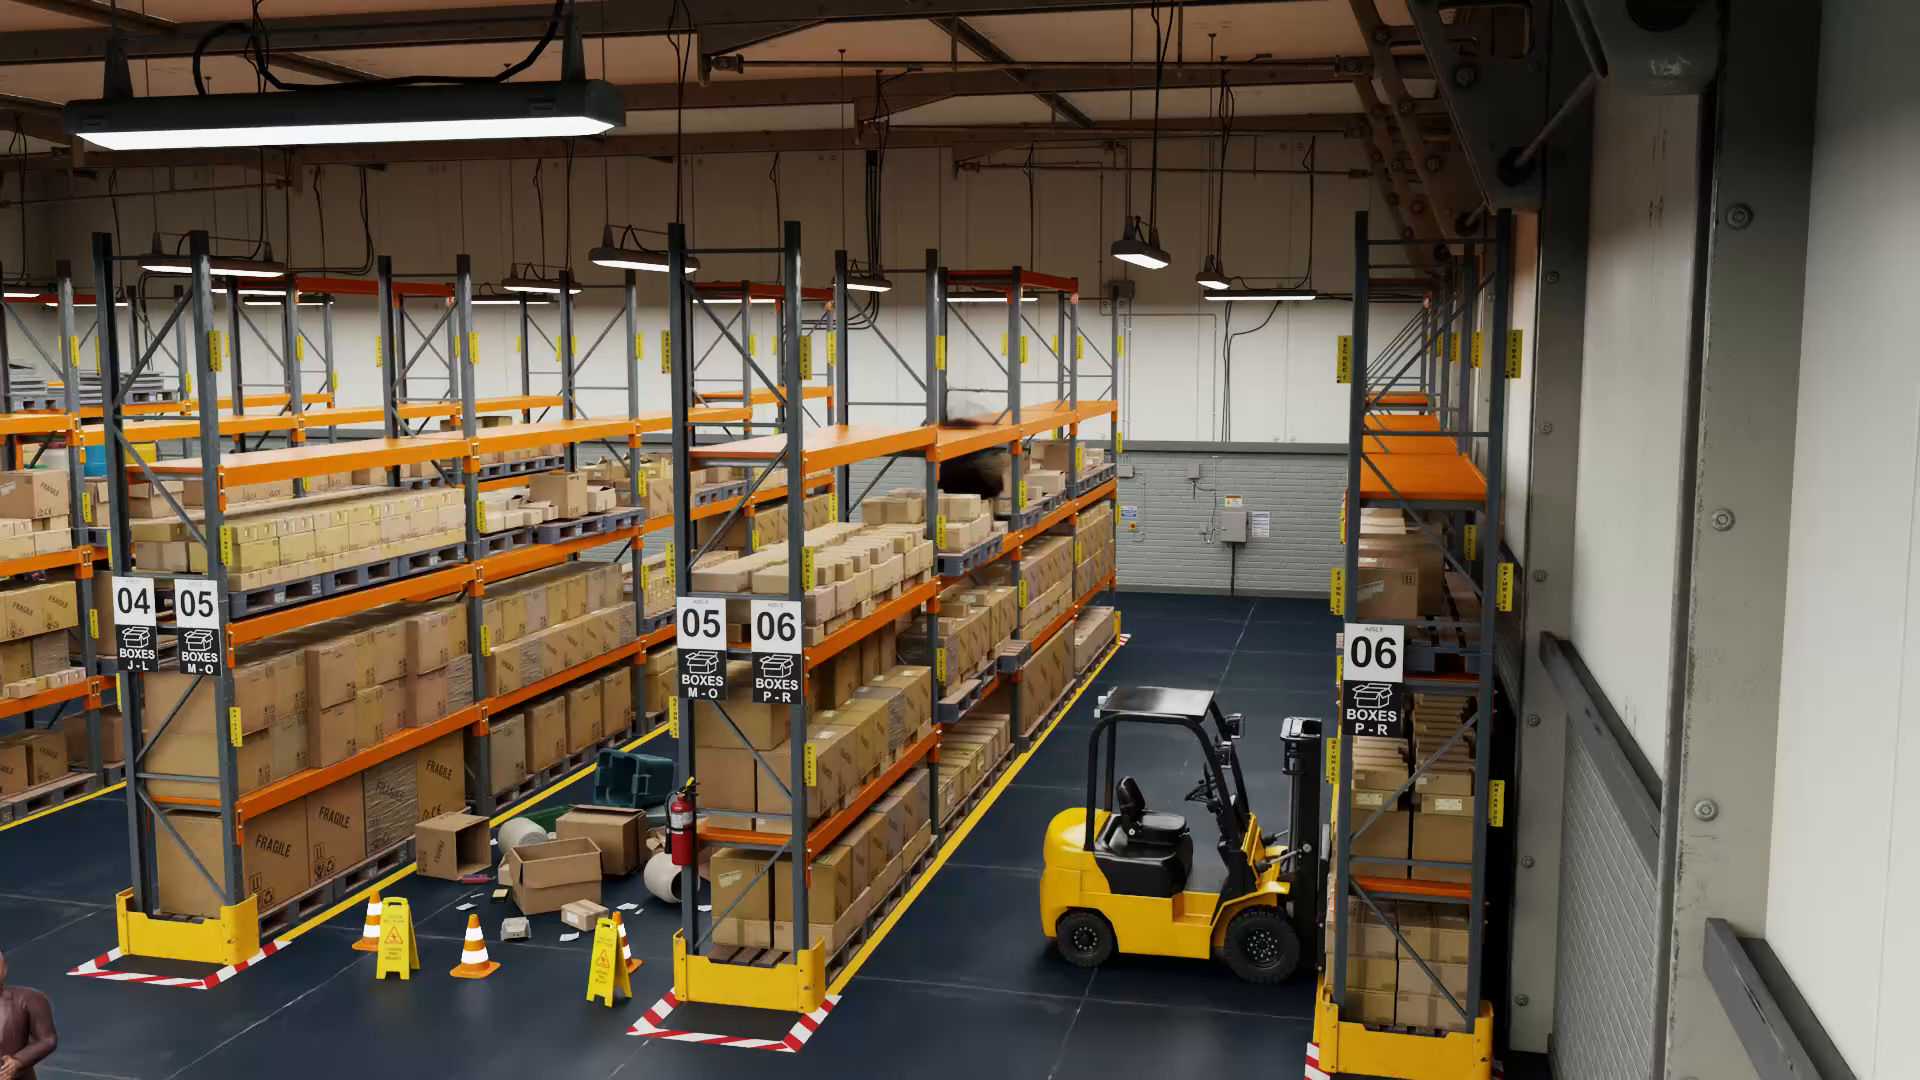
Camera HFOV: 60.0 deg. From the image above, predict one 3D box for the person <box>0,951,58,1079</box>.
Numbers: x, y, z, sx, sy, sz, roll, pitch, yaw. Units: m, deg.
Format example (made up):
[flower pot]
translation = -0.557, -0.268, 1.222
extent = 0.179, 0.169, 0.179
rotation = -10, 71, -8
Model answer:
[person]
translation = -5.410, 3.165, 9.303
extent = 0.675, 1.794, 0.765
rotation = -5, 9, -35
